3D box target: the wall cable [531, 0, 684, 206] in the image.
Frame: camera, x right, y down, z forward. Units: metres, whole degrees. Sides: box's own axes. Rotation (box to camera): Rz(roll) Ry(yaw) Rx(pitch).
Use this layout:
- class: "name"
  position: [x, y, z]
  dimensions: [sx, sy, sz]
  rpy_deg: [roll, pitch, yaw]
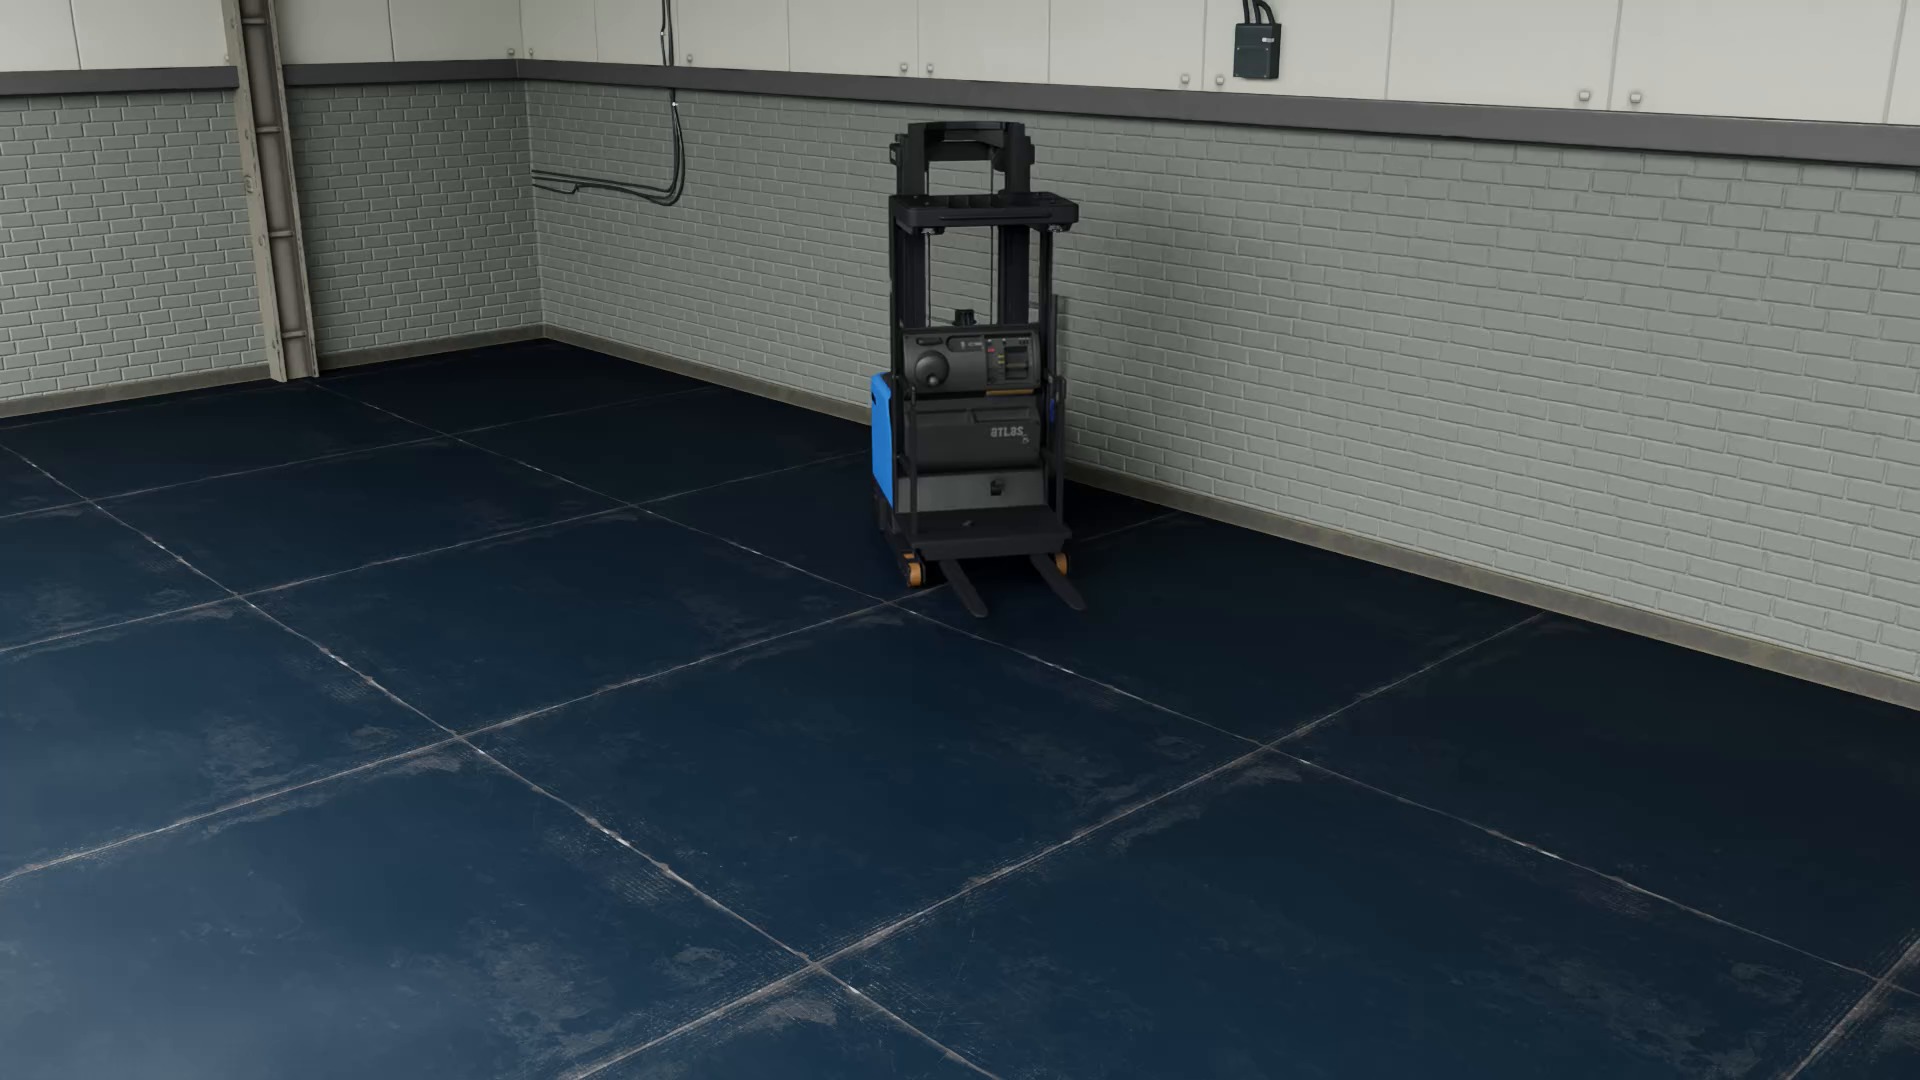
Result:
- class: "wall cable"
  position: [-3.821, -4.815, 17.279]
  dimensions: [0.112, 2.526, 3.097]
  rpy_deg: [-16, 24, -41]

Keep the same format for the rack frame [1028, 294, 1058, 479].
- class: "rack frame"
  position: [0.591, -1.273, 13.478]
  dimensions: [0.032, 1.500, 0.500]
  rpy_deg: [-15, 24, -39]

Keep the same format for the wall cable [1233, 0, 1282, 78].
- class: "wall cable"
  position: [2.689, -5.779, 9.704]
  dimensions: [0.169, 6.003, 2.305]
  rpy_deg: [-16, 24, -41]

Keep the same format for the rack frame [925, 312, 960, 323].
- class: "rack frame"
  position: [-0.166, -1.063, 12.832]
  dimensions: [0.032, 1.500, 0.500]
  rpy_deg: [-15, 24, -39]

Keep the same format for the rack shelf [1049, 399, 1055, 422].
- class: "rack shelf"
  position: [0.212, -0.997, 13.210]
  dimensions: [1.000, 0.185, 0.538]
  rpy_deg: [-15, 24, -39]

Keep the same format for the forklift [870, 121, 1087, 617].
- class: "forklift"
  position: [0.125, -1.206, 10.953]
  dimensions: [1.130, 2.935, 3.031]
  rpy_deg: [-4, 18, -11]

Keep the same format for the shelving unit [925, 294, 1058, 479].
- class: "shelving unit"
  position: [0.212, -1.168, 13.155]
  dimensions: [1.048, 1.500, 0.538]
  rpy_deg: [-15, 24, -39]

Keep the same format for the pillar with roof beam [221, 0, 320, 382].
- class: "pillar with roof beam"
  position: [-3.913, -4.999, 12.813]
  dimensions: [0.400, 9.000, 9.100]
  rpy_deg: [-16, 24, -41]
